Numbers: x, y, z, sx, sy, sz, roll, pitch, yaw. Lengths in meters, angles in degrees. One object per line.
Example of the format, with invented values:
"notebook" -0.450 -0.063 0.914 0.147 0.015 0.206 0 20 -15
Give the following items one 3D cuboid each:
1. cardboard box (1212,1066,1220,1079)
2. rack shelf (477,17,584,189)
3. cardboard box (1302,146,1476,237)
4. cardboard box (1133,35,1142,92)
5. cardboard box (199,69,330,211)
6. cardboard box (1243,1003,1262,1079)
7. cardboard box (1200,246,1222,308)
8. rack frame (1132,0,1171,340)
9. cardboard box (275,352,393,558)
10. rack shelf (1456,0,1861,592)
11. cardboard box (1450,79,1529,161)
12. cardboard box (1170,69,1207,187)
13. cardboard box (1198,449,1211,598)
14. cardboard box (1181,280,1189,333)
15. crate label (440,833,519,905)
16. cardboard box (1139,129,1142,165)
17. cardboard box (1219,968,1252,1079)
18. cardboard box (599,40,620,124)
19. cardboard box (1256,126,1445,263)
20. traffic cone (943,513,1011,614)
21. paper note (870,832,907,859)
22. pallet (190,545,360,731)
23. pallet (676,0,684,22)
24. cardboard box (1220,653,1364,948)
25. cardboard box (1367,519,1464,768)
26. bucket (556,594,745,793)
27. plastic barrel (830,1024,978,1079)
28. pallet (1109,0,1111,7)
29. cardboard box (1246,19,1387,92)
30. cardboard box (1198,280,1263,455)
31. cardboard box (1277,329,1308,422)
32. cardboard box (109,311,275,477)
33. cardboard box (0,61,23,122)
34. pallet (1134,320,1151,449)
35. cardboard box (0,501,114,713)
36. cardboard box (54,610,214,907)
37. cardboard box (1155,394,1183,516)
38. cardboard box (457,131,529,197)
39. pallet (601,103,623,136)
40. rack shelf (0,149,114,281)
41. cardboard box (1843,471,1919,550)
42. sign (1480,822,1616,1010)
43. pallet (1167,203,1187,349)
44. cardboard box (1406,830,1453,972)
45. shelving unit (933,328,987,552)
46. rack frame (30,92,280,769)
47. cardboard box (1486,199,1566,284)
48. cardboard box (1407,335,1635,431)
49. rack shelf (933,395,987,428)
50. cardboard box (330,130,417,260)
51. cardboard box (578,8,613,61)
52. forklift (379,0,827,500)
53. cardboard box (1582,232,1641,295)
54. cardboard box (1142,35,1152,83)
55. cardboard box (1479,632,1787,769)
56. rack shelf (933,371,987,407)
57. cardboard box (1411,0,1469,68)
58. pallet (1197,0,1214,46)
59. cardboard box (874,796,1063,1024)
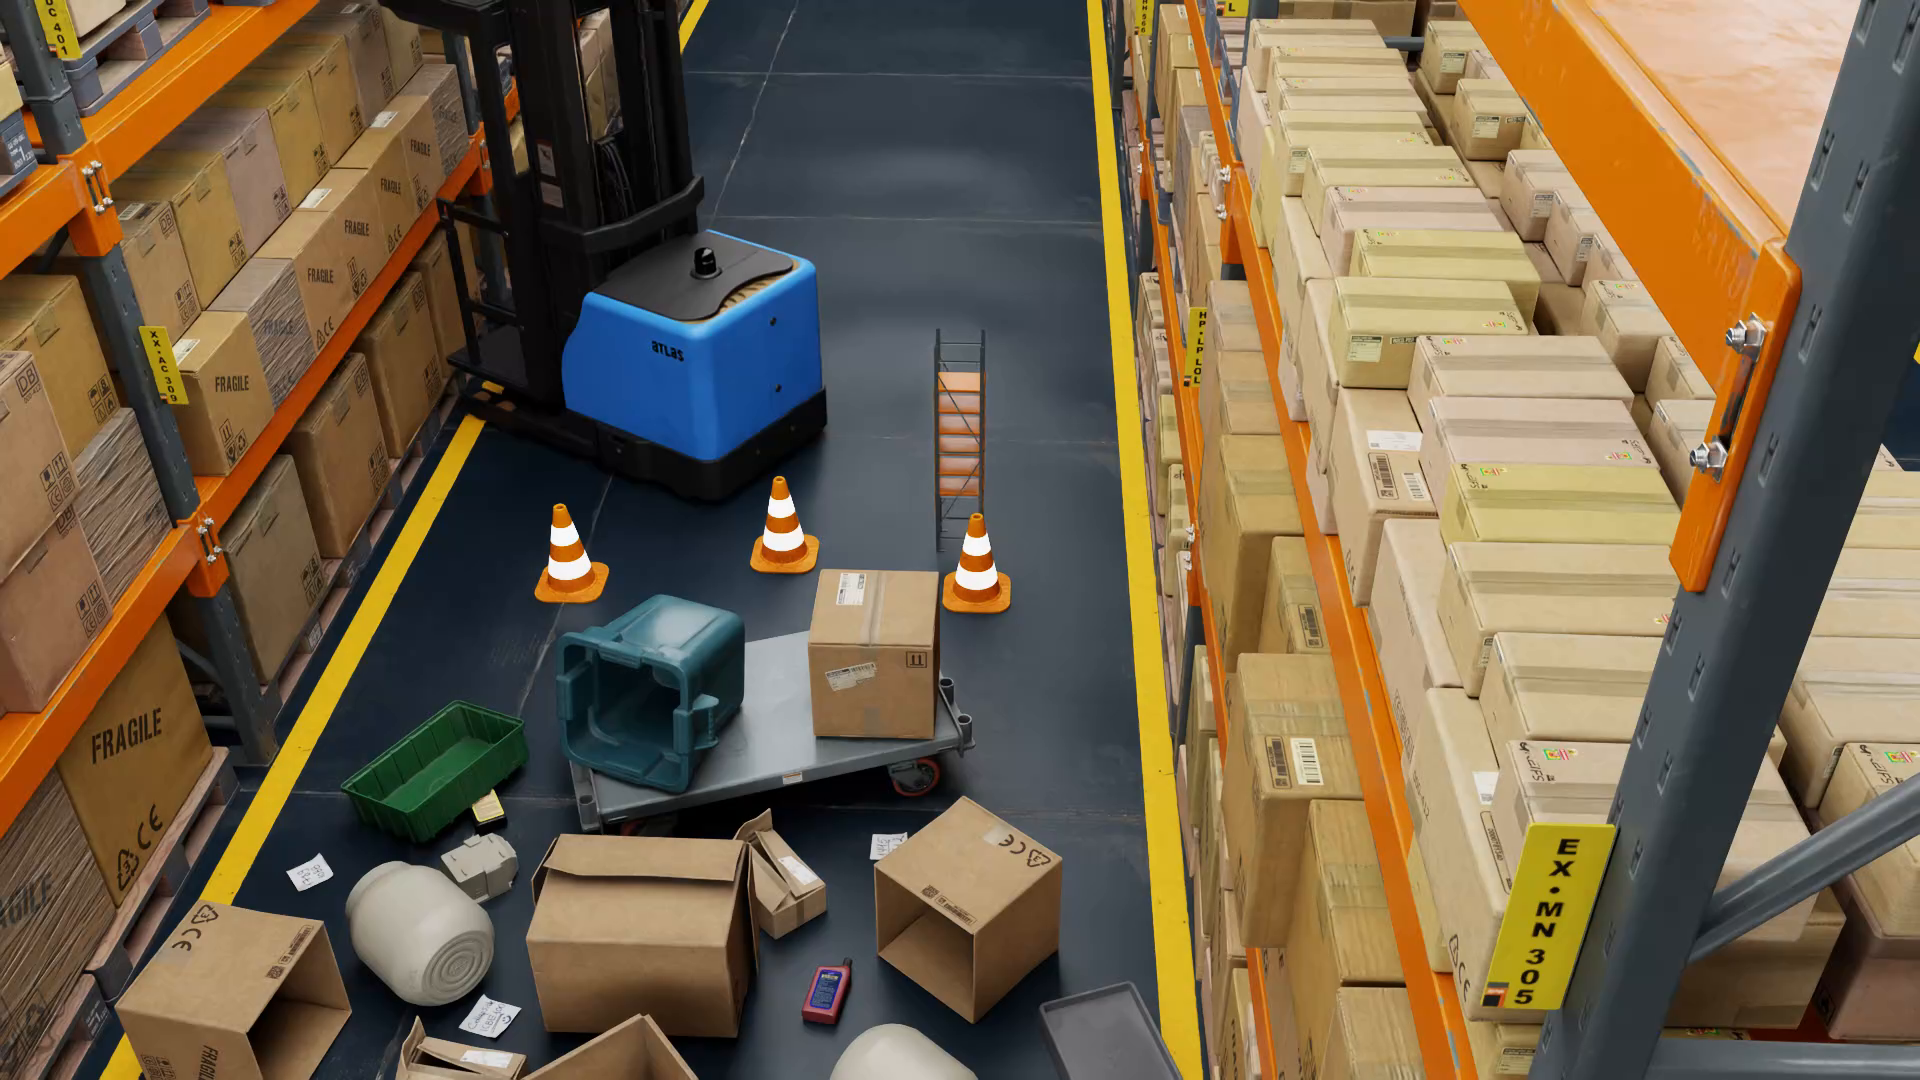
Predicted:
"cardboard box" 1.081 1.965 5.317 0.500 0.250 0.500 0 35 0
"rack shelf" -3.276 -3.426 11.588 1.077 0.370 4.000 1 35 2
"cardboard box" 1.097 -0.899 4.282 0.380 0.149 0.250 0 35 0
"cardboard box" 1.360 -3.044 10.549 0.500 0.250 0.500 2 35 3
"cardboard box" -3.442 -1.885 7.812 0.700 0.500 0.500 1 35 1
"cardboard box" 1.018 1.487 4.780 0.380 0.149 0.250 3 35 4
"cardboard box" 1.223 -0.822 6.546 0.500 0.500 0.500 1 35 1
"rack frame" 1.594 -2.515 9.666 1.000 3.000 0.127 1 35 2
"cardboard box" -3.539 -0.438 8.301 1.050 0.750 0.750 1 35 2
"rack shelf" 1.353 -1.227 3.244 1.077 0.370 4.000 1 35 2
"cardboard box" 1.605 -1.182 4.685 0.380 0.149 0.250 2 35 3
"cardboard box" 1.316 -1.992 8.210 0.500 0.500 0.500 2 35 3
"cardboard box" 1.137 -0.133 5.931 0.500 0.500 0.500 1 35 2
"cardboard box" 1.188 -1.035 7.412 0.380 0.149 0.250 2 35 2
"crate label" -1.942 1.319 6.700 0.298 0.136 0.250 -24 42 -30
"cardboard box" 1.781 -3.239 12.178 0.875 0.875 0.875 2 35 3
"cardboard box" 1.089 1.671 5.083 0.500 0.500 0.500 1 35 1
"cardboard box" -2.973 -3.588 13.001 0.500 0.500 0.500 1 35 1
"cardboard box" 1.131 -0.962 4.718 0.500 0.250 0.500 1 35 1
"traffic cone" 0.084 0.076 8.185 0.336 0.463 0.334 1 35 2
"paper note" -0.292 1.263 6.872 0.148 0.019 0.142 1 35 2
"pallet" -3.561 0.422 7.911 1.003 0.211 1.213 1 35 2
"pallet" -3.157 -4.818 15.368 1.003 0.211 1.213 1 35 2
"cardboard box" 1.021 0.625 3.983 0.700 0.500 0.500 1 35 1
"cardboard box" 1.059 0.204 3.059 0.500 0.250 0.500 1 35 1
"bucket" -1.218 0.575 6.793 0.726 0.611 0.620 13 27 18
"plastic barrel" -0.157 1.913 5.605 0.512 0.421 0.421 28 44 33
"pallet" 1.962 -5.509 16.352 1.003 0.211 1.213 1 35 2
"cardboard box" 1.095 -1.494 5.130 0.380 0.149 0.250 1 35 1
"cardboard box" 1.199 -0.541 5.642 0.700 0.500 0.500 1 35 1
"cardboard box" 1.036 -0.430 4.308 0.380 0.149 0.250 1 35 1
"cardboard box" -3.227 -0.610 6.868 0.500 0.500 0.500 2 35 2
"cardboard box" -3.212 -1.394 5.228 0.380 0.149 0.250 1 35 2
"pallet" 1.561 -0.925 9.829 1.003 0.211 1.213 1 35 2
"cardboard box" -3.519 0.194 5.681 0.875 0.550 0.550 1 35 2
"cardboard box" -3.612 0.784 6.454 0.875 0.875 0.875 2 35 3
"cardboard box" 1.504 -0.428 8.616 0.950 0.372 0.625 2 35 3
"cardboard box" -3.086 -2.418 10.684 0.500 0.250 0.500 0 35 0
"pallet" -3.225 -3.281 13.181 1.003 0.211 1.213 1 35 2
"rack shelf" -3.597 -0.057 4.185 1.077 0.370 4.000 1 35 2
"cardboard box" 1.641 0.001 3.002 0.380 0.149 0.250 1 35 2
"sign" 0.719 0.467 2.044 0.100 0.325 0.005 1 35 2
"pallet" 1.556 -1.299 8.102 1.003 0.211 1.213 1 35 2
"cardboard box" 0.985 0.601 2.841 0.380 0.149 0.250 2 35 2
"shelving unit" -0.001 -0.483 8.339 0.258 1.200 0.189 1 35 2
"rack frame" -3.517 -0.273 6.476 1.000 3.000 0.127 1 35 2
"cardboard box" 1.631 -0.662 4.292 0.500 0.250 0.500 1 35 1
"cardboard box" 1.147 -0.300 3.430 0.380 0.149 0.250 0 35 1
"rack shelf" -0.001 -0.643 8.226 0.258 0.103 0.180 1 35 2
"cardboard box" -3.147 -1.774 8.524 0.500 0.500 0.500 1 35 1
"cardboard box" -2.973 -3.892 12.781 0.500 0.250 0.500 0 35 1
"forklift" -2.269 -2.064 9.084 3.031 2.935 1.130 21 40 27
"cardboard box" 1.672 -0.588 3.840 0.380 0.149 0.250 2 35 3
"cardboard box" 1.360 -2.943 9.970 0.500 0.250 0.500 1 35 2
"cardboard box" 1.040 0.282 2.602 0.380 0.149 0.250 2 35 3
"rack shelf" -0.001 -0.741 8.157 0.258 0.103 0.180 1 35 2
"cardboard box" 1.858 -1.881 5.920 0.500 0.250 0.500 0 35 1
"pallet" 1.603 -2.316 6.937 1.213 0.211 1.003 1 35 2
"cardboard box" 0.031 1.389 6.283 0.500 0.500 0.500 28 44 33
